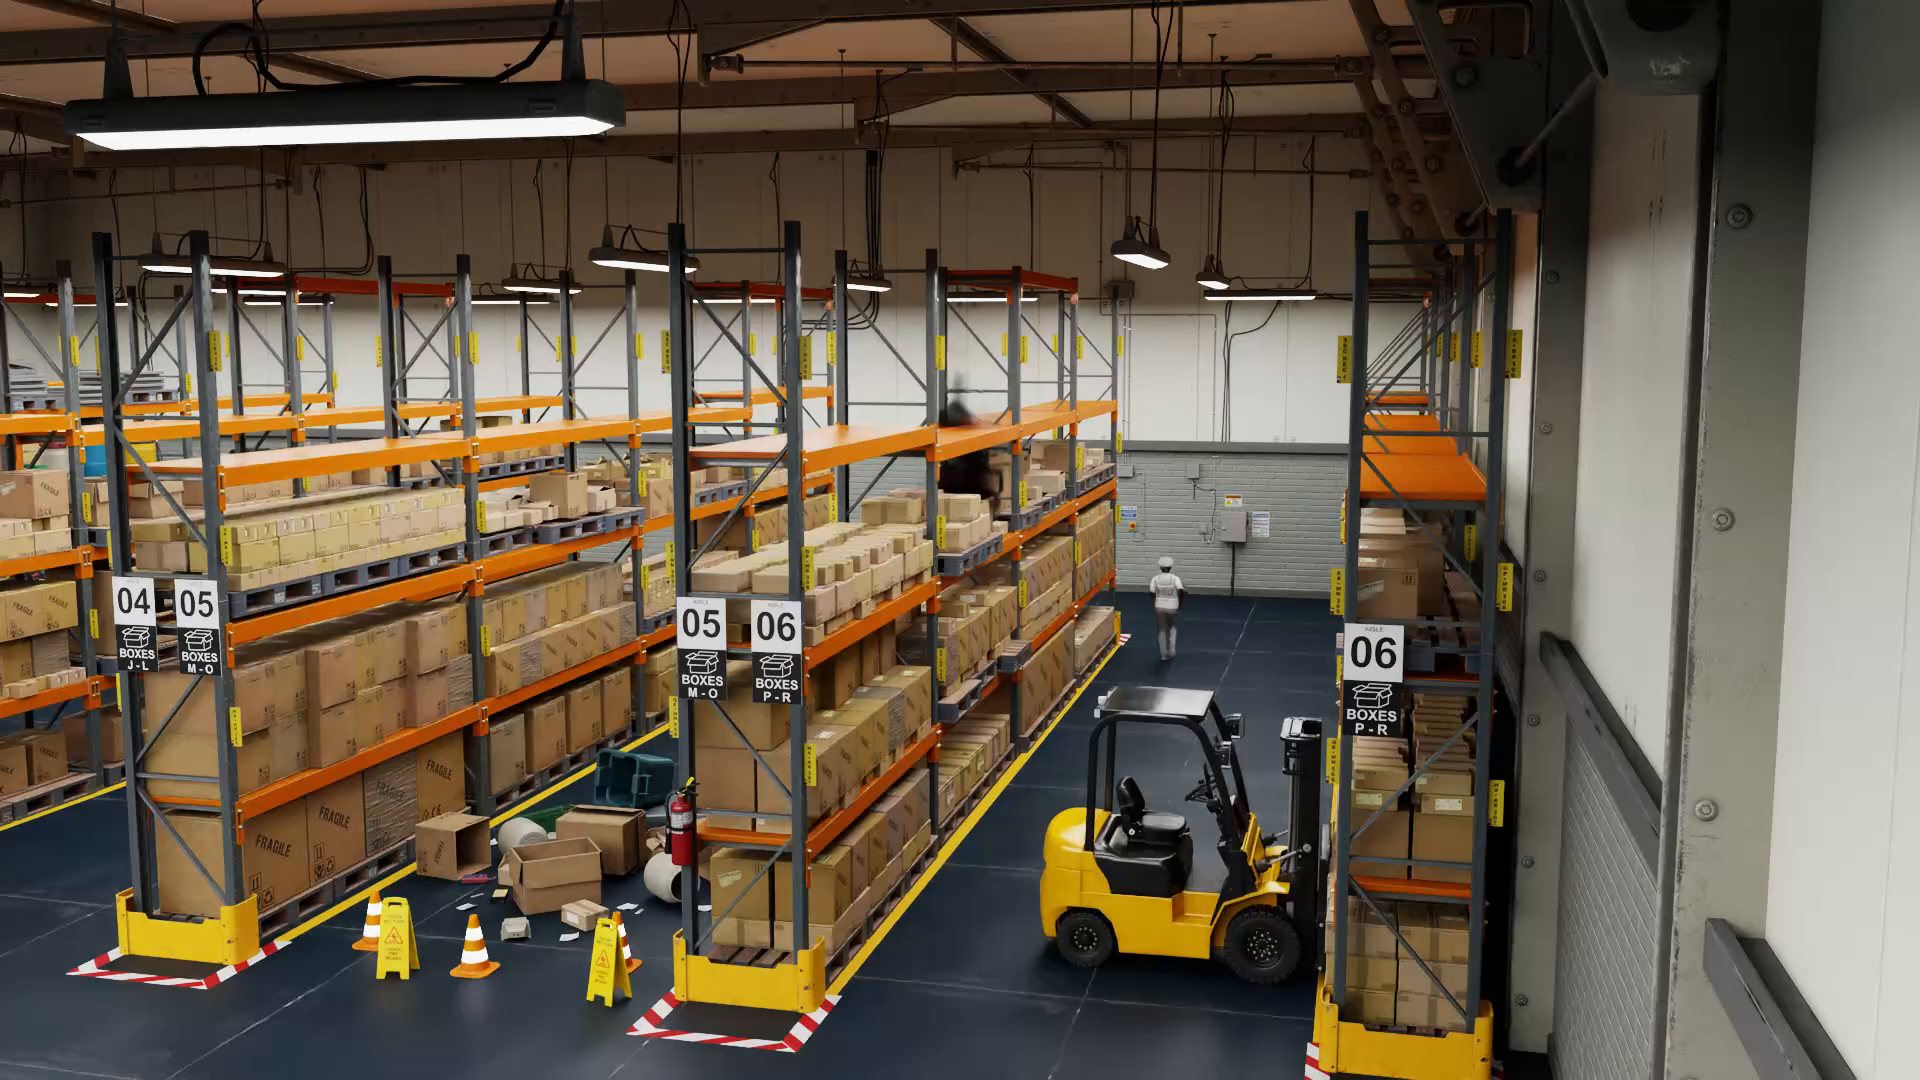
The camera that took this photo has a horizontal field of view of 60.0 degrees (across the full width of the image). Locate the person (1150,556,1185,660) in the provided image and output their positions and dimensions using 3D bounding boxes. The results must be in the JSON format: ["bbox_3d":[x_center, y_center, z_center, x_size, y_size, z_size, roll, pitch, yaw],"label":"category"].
[{"bbox_3d":[3.327,1.086,26.720,0.561,1.661,0.570,1,7,8],"label":"person"}]

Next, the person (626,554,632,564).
[{"bbox_3d":[-5.242,1.070,26.708,0.564,1.704,0.879,2,7,15],"label":"person"}]
